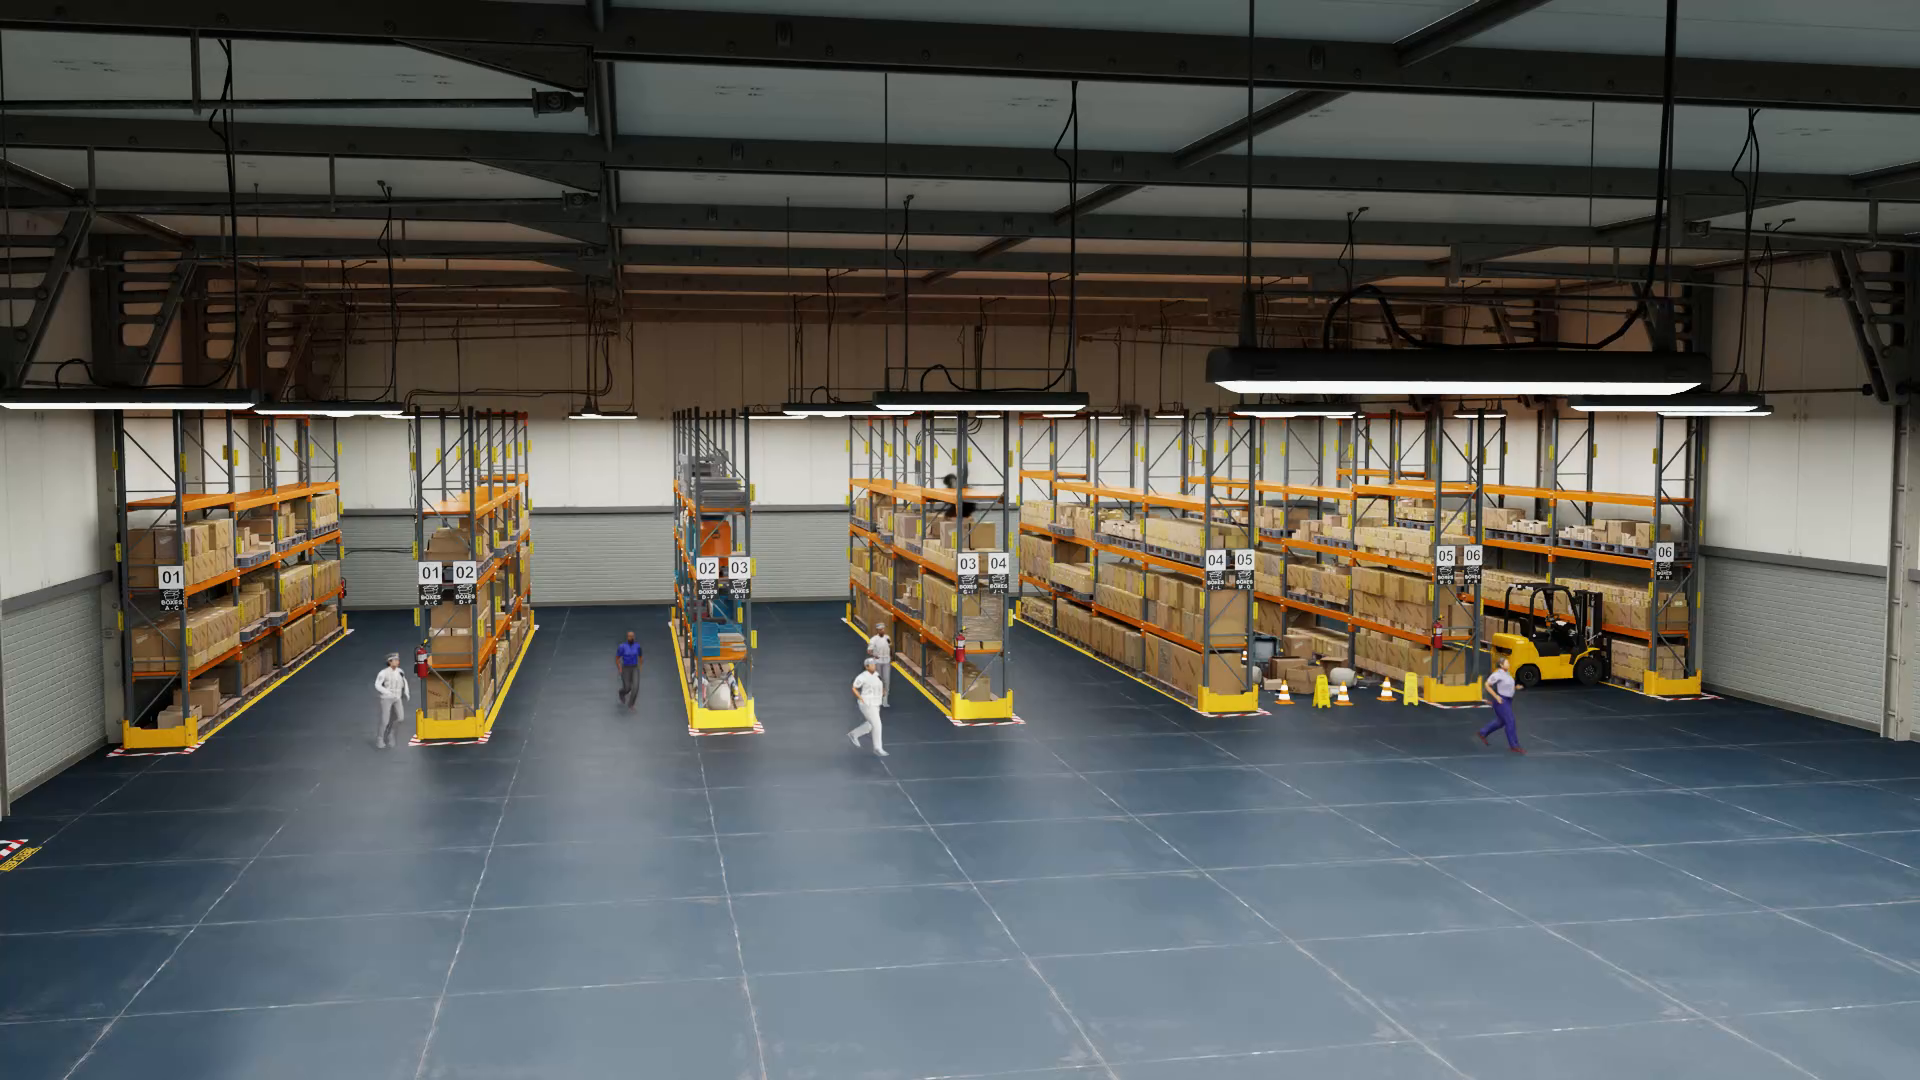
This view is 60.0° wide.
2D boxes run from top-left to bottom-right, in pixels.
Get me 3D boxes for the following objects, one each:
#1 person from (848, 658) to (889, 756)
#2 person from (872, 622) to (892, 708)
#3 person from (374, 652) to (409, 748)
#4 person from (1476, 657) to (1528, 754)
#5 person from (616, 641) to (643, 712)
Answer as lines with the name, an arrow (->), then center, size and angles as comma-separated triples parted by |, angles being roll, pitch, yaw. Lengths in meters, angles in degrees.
person -> -1.578, 2.862, 28.730 | 0.830, 1.677, 0.598 | 2, 5, 28
person -> -1.596, 2.495, 33.623 | 0.409, 1.692, 0.851 | -1, 4, -20
person -> -9.958, 2.815, 29.252 | 0.562, 1.670, 0.686 | 4, 6, 43
person -> 9.409, 2.823, 28.793 | 0.908, 1.602, 0.608 | 3, 5, 33
person -> -6.568, 2.681, 33.018 | 0.528, 1.411, 0.586 | -2, 5, -27
